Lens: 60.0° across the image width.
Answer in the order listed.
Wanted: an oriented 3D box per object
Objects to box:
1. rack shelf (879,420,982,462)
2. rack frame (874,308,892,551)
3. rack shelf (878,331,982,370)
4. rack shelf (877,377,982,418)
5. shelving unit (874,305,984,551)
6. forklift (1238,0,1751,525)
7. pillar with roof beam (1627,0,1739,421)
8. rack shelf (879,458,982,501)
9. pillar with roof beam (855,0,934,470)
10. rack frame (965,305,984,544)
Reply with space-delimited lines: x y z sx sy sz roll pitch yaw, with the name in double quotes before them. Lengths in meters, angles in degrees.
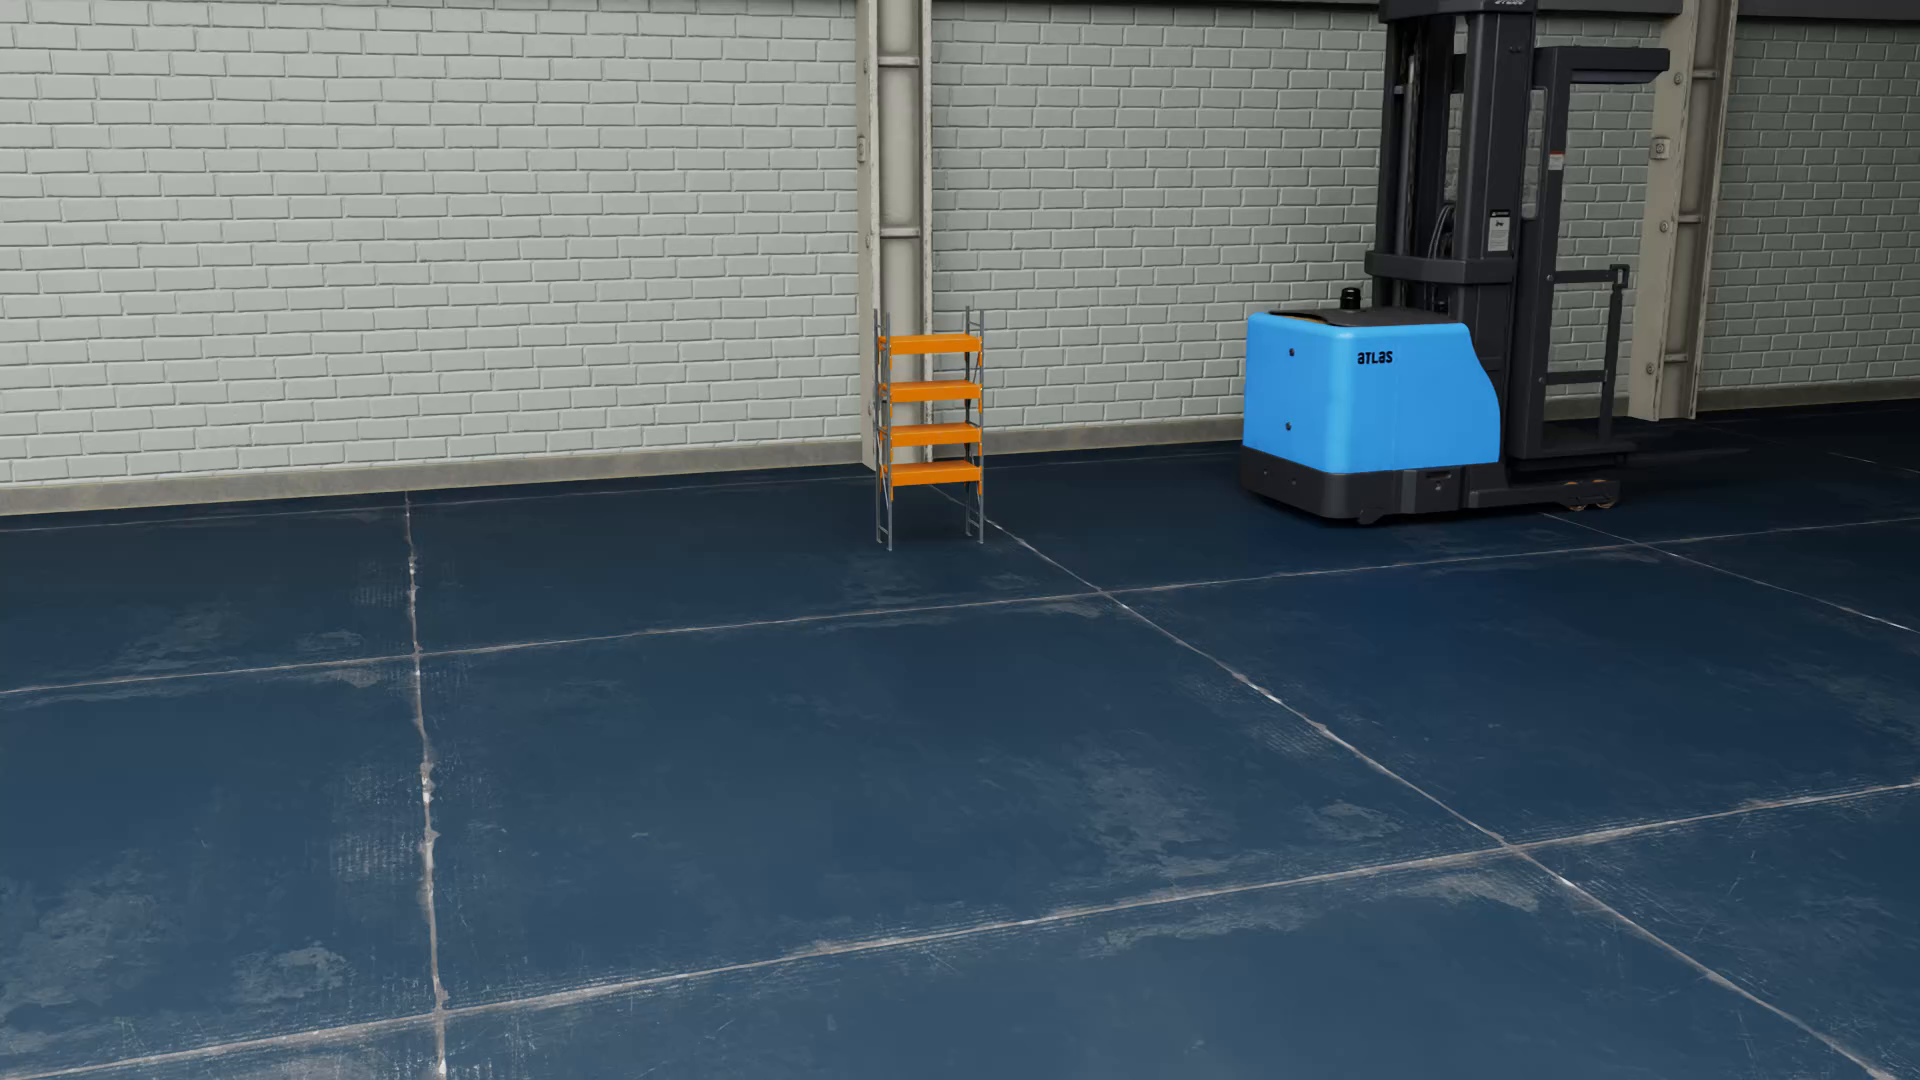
"rack shelf" -0.157 -0.506 8.468 0.480 0.148 0.258 -4 14 -18
"rack frame" -0.388 -0.553 8.377 0.015 1.200 0.240 -4 14 -18
"rack shelf" -0.157 -0.954 8.362 0.480 0.148 0.258 -4 14 -18
"rack shelf" -0.157 -0.724 8.416 0.480 0.148 0.258 -4 14 -18
"shelving unit" -0.157 -0.571 8.453 0.503 1.200 0.258 -4 14 -18
"forklift" 3.191 -1.696 9.439 3.031 2.935 1.130 -5 14 -20
"pillar with roof beam" 6.656 -4.363 7.539 0.400 9.000 9.100 -4 14 -18
"rack shelf" -0.157 -0.313 8.514 0.480 0.148 0.258 -4 14 -18
"pillar with roof beam" 0.970 -3.920 5.677 0.400 9.000 9.100 -4 14 -18
"rack frame" 0.074 -0.590 8.528 0.015 1.200 0.240 -4 14 -18
